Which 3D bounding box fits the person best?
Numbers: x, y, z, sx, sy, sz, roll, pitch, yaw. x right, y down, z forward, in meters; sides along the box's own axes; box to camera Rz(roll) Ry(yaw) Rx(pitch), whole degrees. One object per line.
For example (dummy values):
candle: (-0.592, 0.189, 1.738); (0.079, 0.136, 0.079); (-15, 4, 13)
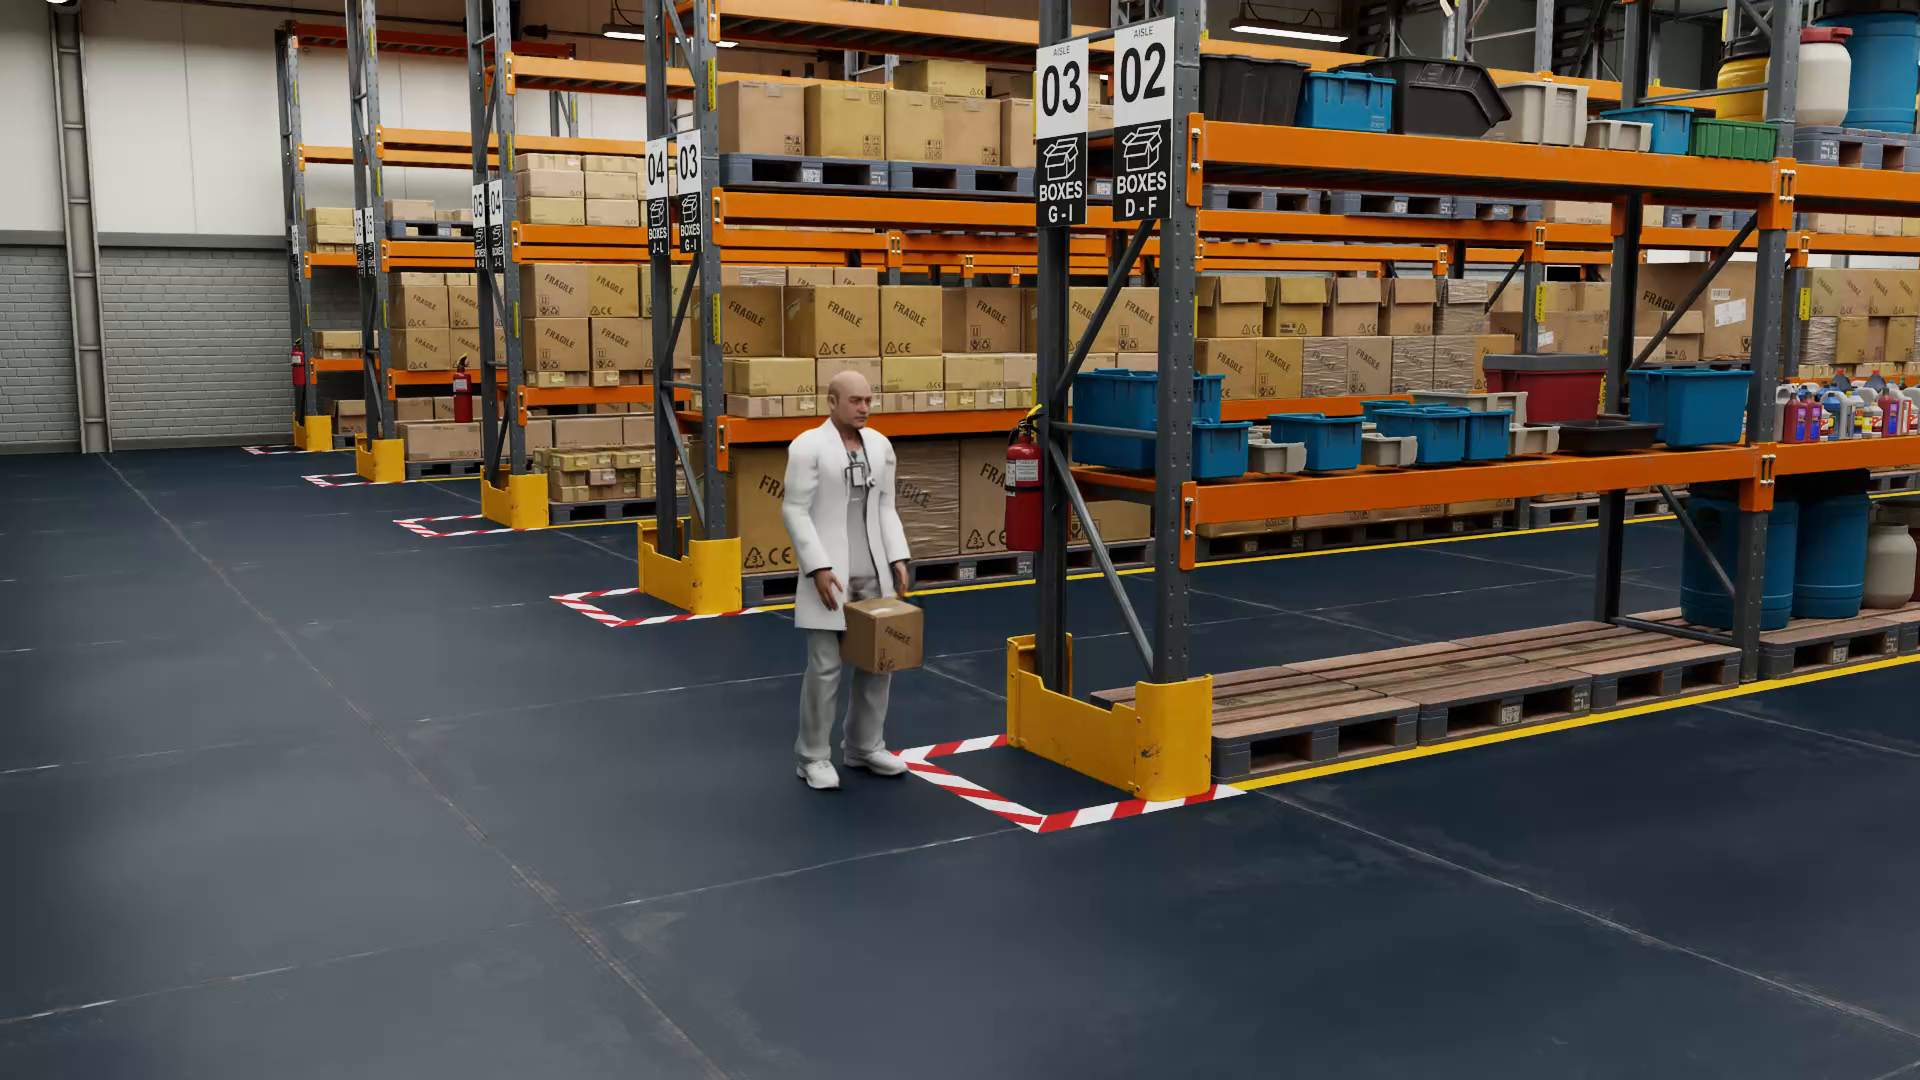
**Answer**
person: (-0.487, 0.155, 7.244); (0.586, 1.779, 0.424); (-6, 10, -38)
